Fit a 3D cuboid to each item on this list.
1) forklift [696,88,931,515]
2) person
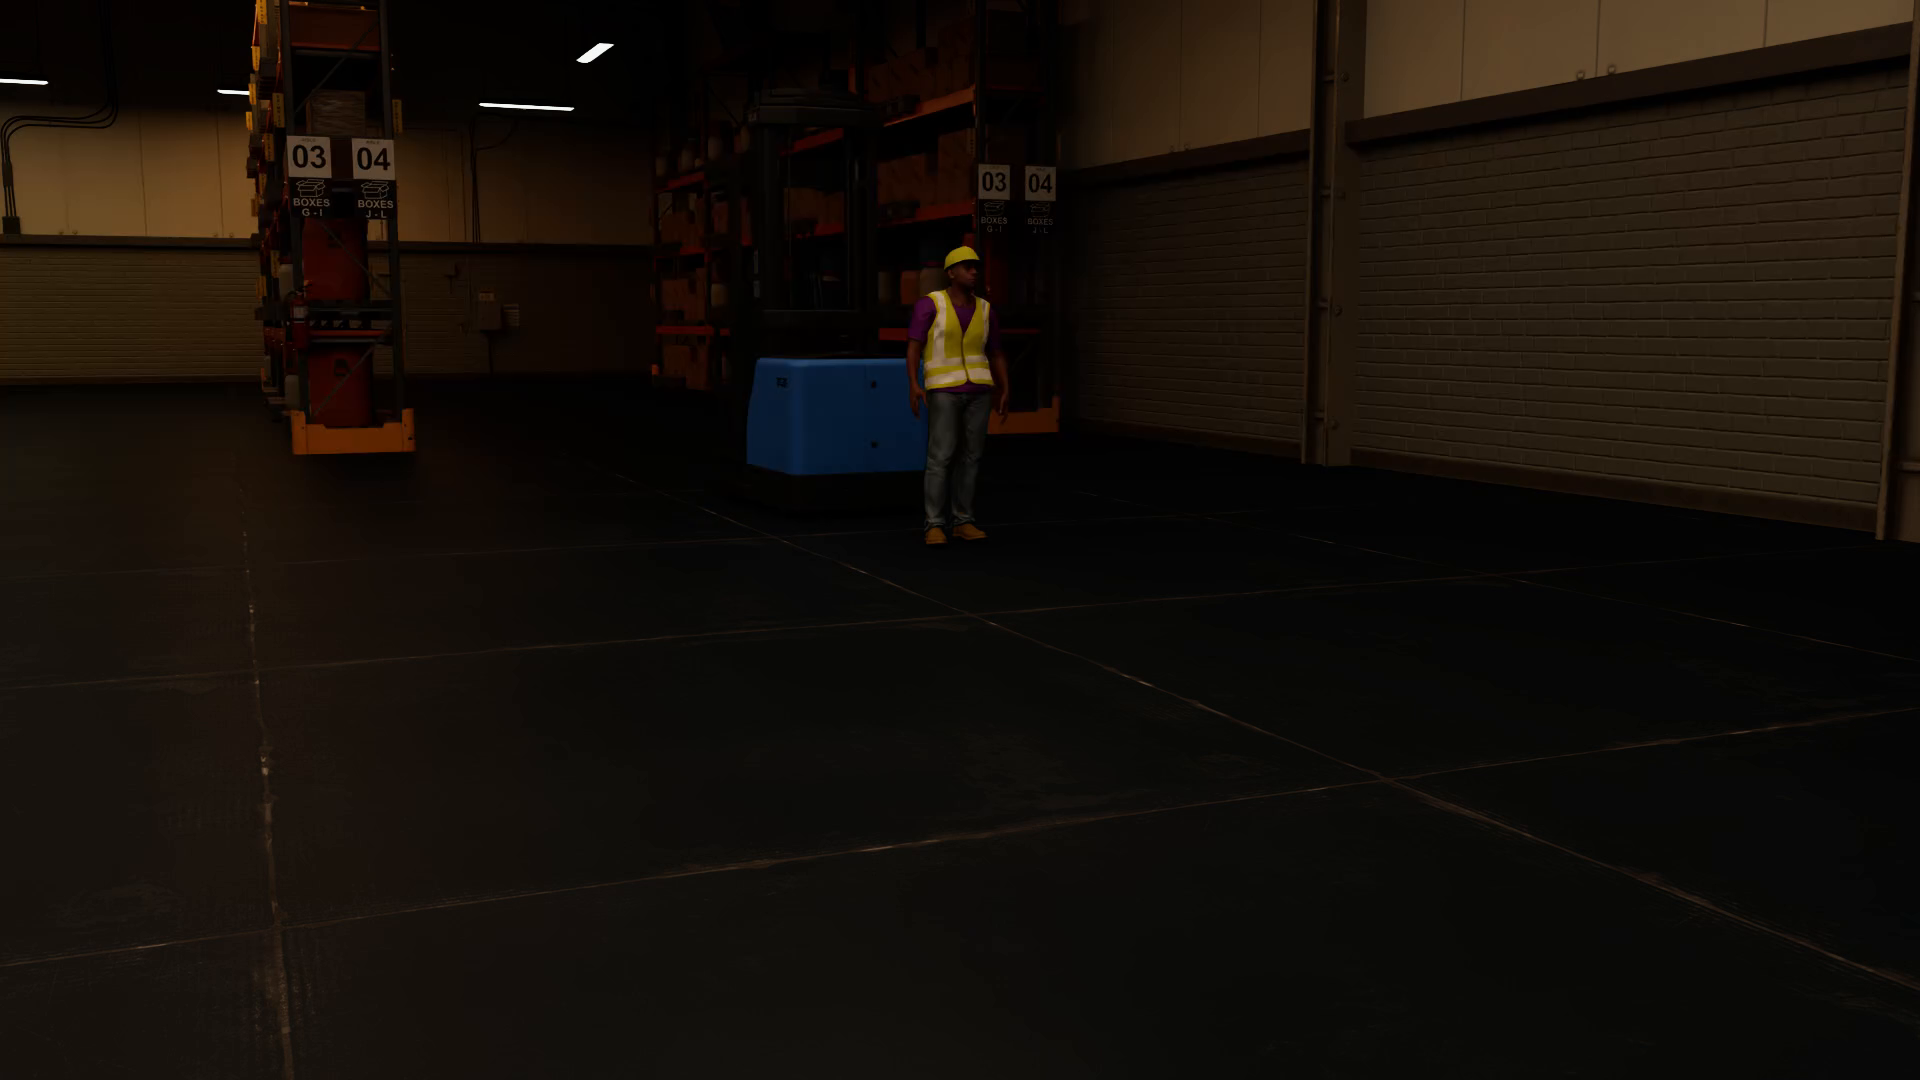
[{"bbox_3d":[-1.255,-1.777,12.416,1.130,2.935,3.031,-3,8,-24],"label":"forklift"},{"bbox_3d":[0.022,-0.874,9.972,0.665,1.765,0.577,-3,8,-23],"label":"person"}]
